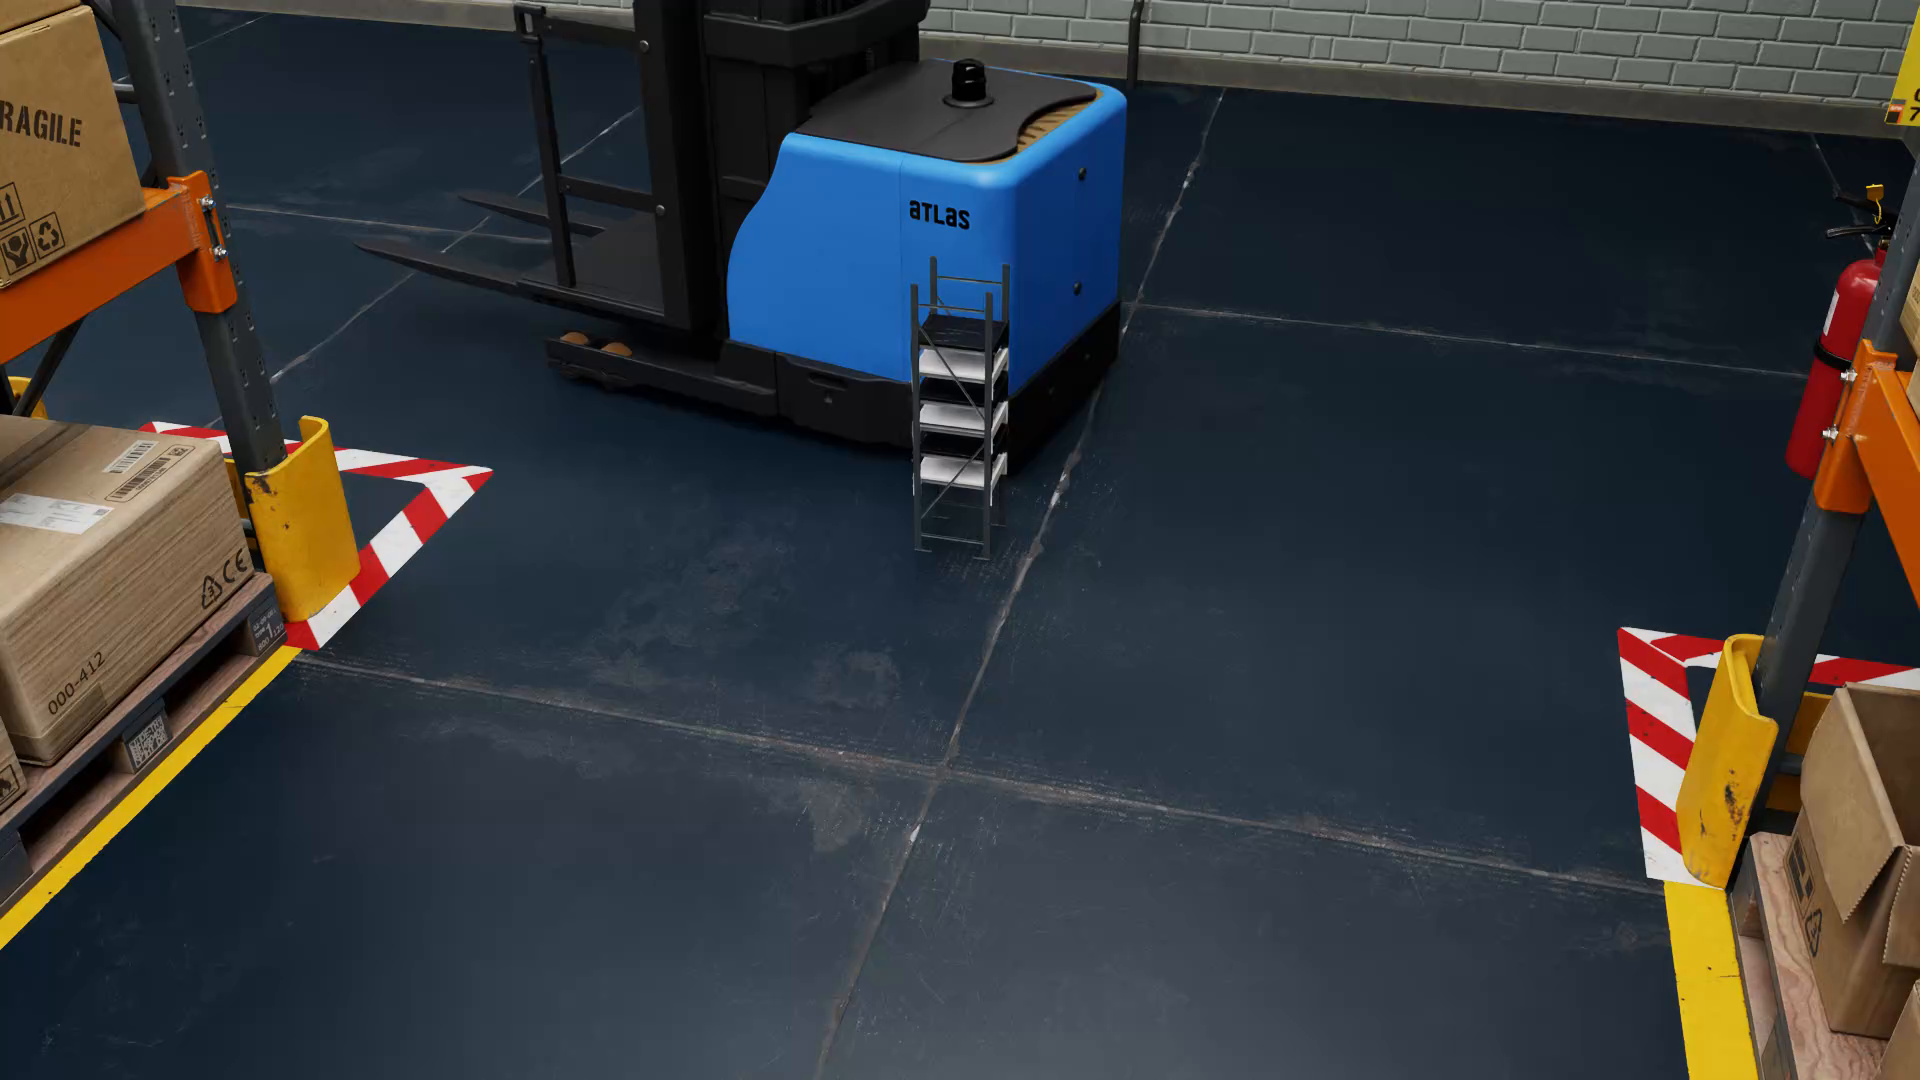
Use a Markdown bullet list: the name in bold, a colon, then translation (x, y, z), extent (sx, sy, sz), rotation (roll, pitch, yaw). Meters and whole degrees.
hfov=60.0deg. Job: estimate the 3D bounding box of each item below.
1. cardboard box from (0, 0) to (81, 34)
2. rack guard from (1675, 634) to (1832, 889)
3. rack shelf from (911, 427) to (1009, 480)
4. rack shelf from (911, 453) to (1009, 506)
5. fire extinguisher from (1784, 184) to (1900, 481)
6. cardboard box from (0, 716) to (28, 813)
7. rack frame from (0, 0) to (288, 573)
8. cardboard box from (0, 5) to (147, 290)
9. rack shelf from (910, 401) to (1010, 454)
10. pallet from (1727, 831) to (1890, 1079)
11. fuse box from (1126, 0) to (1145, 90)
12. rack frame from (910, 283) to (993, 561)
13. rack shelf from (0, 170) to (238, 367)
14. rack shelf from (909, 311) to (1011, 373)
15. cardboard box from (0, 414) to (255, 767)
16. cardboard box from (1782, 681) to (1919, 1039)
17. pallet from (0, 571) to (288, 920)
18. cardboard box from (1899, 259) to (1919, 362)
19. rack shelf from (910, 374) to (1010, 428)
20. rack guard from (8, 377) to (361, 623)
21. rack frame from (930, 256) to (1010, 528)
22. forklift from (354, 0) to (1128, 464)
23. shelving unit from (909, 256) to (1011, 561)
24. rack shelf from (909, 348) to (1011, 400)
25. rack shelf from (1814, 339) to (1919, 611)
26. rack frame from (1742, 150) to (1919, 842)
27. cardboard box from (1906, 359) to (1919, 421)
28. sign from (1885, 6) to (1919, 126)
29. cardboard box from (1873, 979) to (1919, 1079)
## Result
- **cardboard box**: translation (-2.331, -1.354, 3.559), extent (0.500, 0.500, 0.500), rotation (9, 34, 14)
- **rack guard**: translation (2.344, 0.596, 3.847), extent (1.175, 0.500, 0.348), rotation (8, 33, 12)
- **rack shelf**: translation (0.002, -0.280, 5.081), extent (0.258, 0.077, 0.200), rotation (8, 33, 12)
- **rack shelf**: translation (0.002, -0.204, 5.130), extent (0.258, 0.077, 0.200), rotation (8, 33, 12)
- **fire extinguisher**: translation (1.953, -0.448, 3.578), extent (0.296, 0.674, 0.183), rotation (8, 33, 12)
- **cardboard box**: translation (-2.734, 0.564, 3.564), extent (0.875, 0.438, 0.875), rotation (9, 34, 14)
- **rack frame**: translation (-2.439, -1.172, 4.298), extent (1.000, 3.000, 0.127), rotation (8, 33, 12)
- **cardboard box**: translation (-2.306, -0.928, 3.821), extent (0.500, 0.500, 0.500), rotation (8, 33, 13)
- **rack shelf**: translation (0.002, -0.356, 5.033), extent (0.258, 0.077, 0.200), rotation (8, 33, 12)
- **pallet**: translation (2.142, 1.132, 3.273), extent (1.003, 0.211, 1.213), rotation (8, 33, 12)
- **fuse box**: translation (0.964, -3.196, 8.683), extent (0.539, 1.711, 0.414), rotation (8, 33, 12)
- **rack frame**: translation (-0.024, -0.331, 4.932), extent (0.240, 0.900, 0.006), rotation (8, 33, 12)
- **rack shelf**: translation (-2.947, 0.169, 2.859), extent (1.077, 0.370, 4.000), rotation (8, 33, 12)
- **rack shelf**: translation (0.002, -0.584, 4.888), extent (0.258, 0.077, 0.200), rotation (8, 33, 12)
- **cardboard box**: translation (-2.510, 0.088, 4.313), extent (0.875, 0.438, 0.875), rotation (7, 33, 11)
- **cardboard box**: translation (2.116, 0.682, 3.316), extent (0.797, 0.503, 0.637), rotation (7, 33, 10)
- **pallet**: translation (-2.567, 0.430, 4.377), extent (1.003, 0.211, 1.213), rotation (8, 33, 12)
- **cardboard box**: translation (1.987, -0.362, 2.886), extent (0.500, 0.250, 0.500), rotation (8, 33, 13)
- **rack shelf**: translation (0.002, -0.432, 4.985), extent (0.258, 0.077, 0.200), rotation (8, 33, 12)
- **rack guard**: translation (-2.433, -0.130, 4.988), extent (1.175, 0.500, 0.348), rotation (8, 33, 12)
- **rack frame**: translation (0.028, -0.437, 5.098), extent (0.240, 0.900, 0.006), rotation (8, 33, 12)
- **forklift**: translation (-0.958, -2.025, 5.703), extent (3.031, 2.935, 1.130), rotation (16, 36, 23)
- **shelving unit**: translation (0.002, -0.384, 5.015), extent (0.258, 0.900, 0.210), rotation (8, 33, 12)
- **rack shelf**: translation (0.002, -0.508, 4.937), extent (0.258, 0.077, 0.200), rotation (8, 33, 12)
- **rack shelf**: translation (1.855, 0.843, 1.799), extent (1.077, 0.370, 4.000), rotation (8, 33, 12)
- **rack frame**: translation (2.363, -0.498, 3.238), extent (1.000, 3.000, 0.127), rotation (8, 33, 12)
- **cardboard box**: translation (2.014, -0.259, 3.096), extent (0.380, 0.149, 0.250), rotation (8, 33, 12)
- **sign**: translation (1.838, -0.938, 3.122), extent (0.100, 0.325, 0.005), rotation (8, 33, 12)
- **cardboard box**: translation (1.861, 1.122, 2.628), extent (0.700, 0.500, 0.500), rotation (9, 34, 14)
